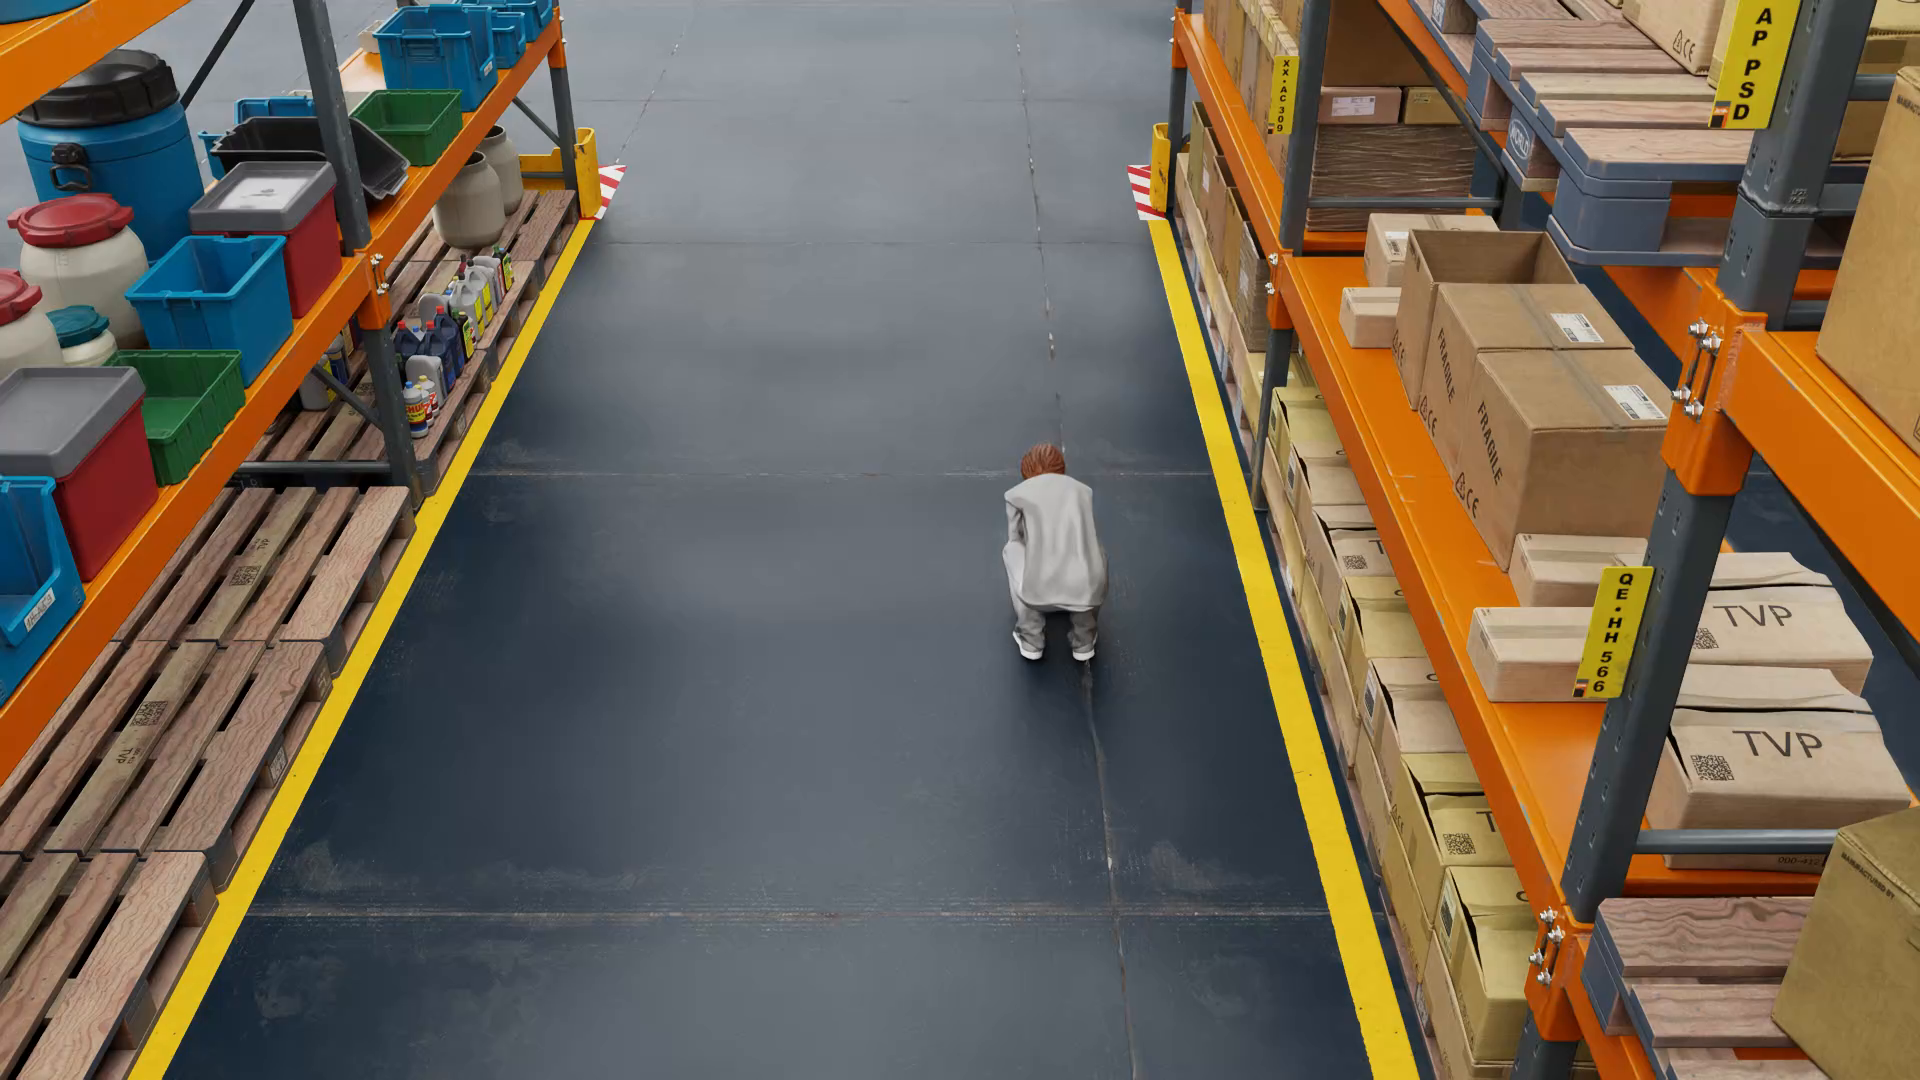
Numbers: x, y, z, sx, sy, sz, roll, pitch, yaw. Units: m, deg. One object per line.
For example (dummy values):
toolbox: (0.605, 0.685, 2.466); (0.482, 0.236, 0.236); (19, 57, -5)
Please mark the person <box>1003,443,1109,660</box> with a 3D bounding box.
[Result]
person: (0.395, 0.095, 6.904); (0.432, 0.766, 0.835); (0, 32, 0)
